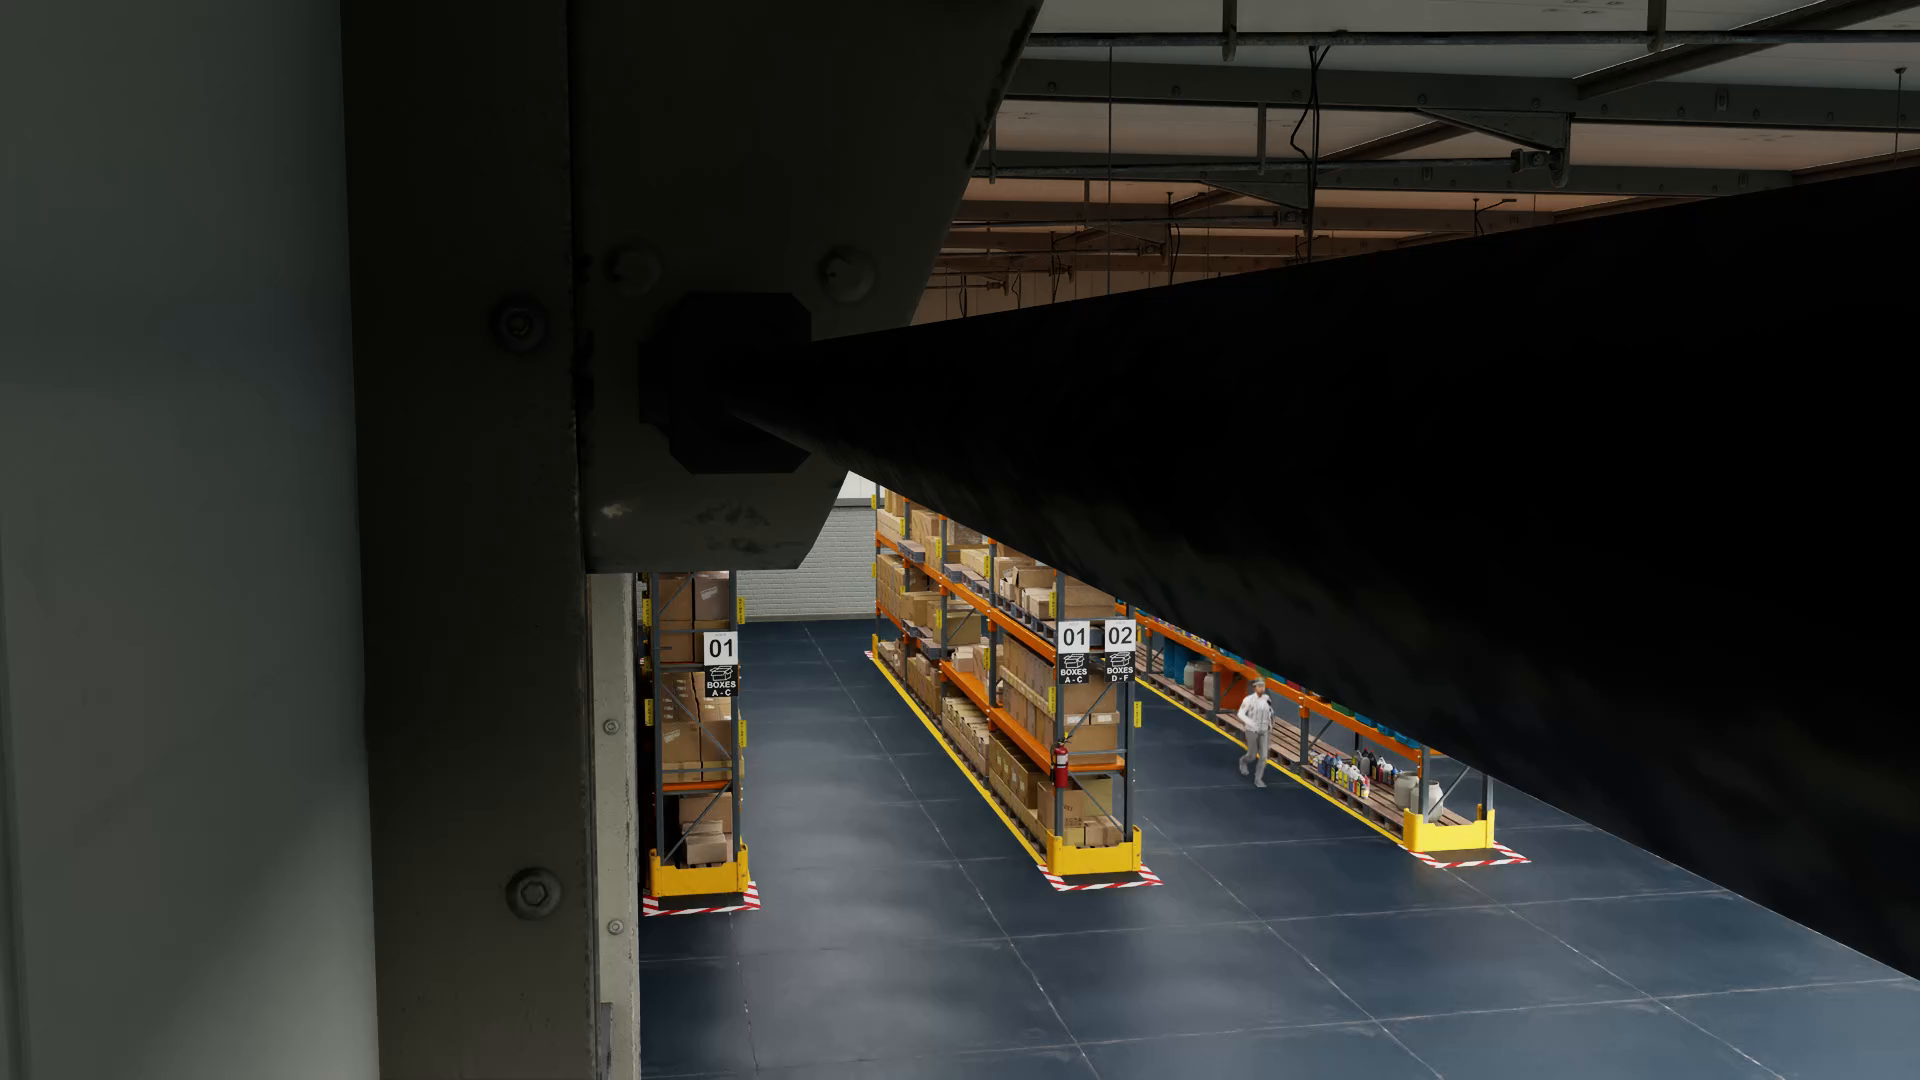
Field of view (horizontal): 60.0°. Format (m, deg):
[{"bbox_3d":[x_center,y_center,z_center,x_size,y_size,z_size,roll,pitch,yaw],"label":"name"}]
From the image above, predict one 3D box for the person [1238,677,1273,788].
[{"bbox_3d":[4.524,2.896,25.368,0.611,1.670,0.720,-2,6,-17],"label":"person"}]
